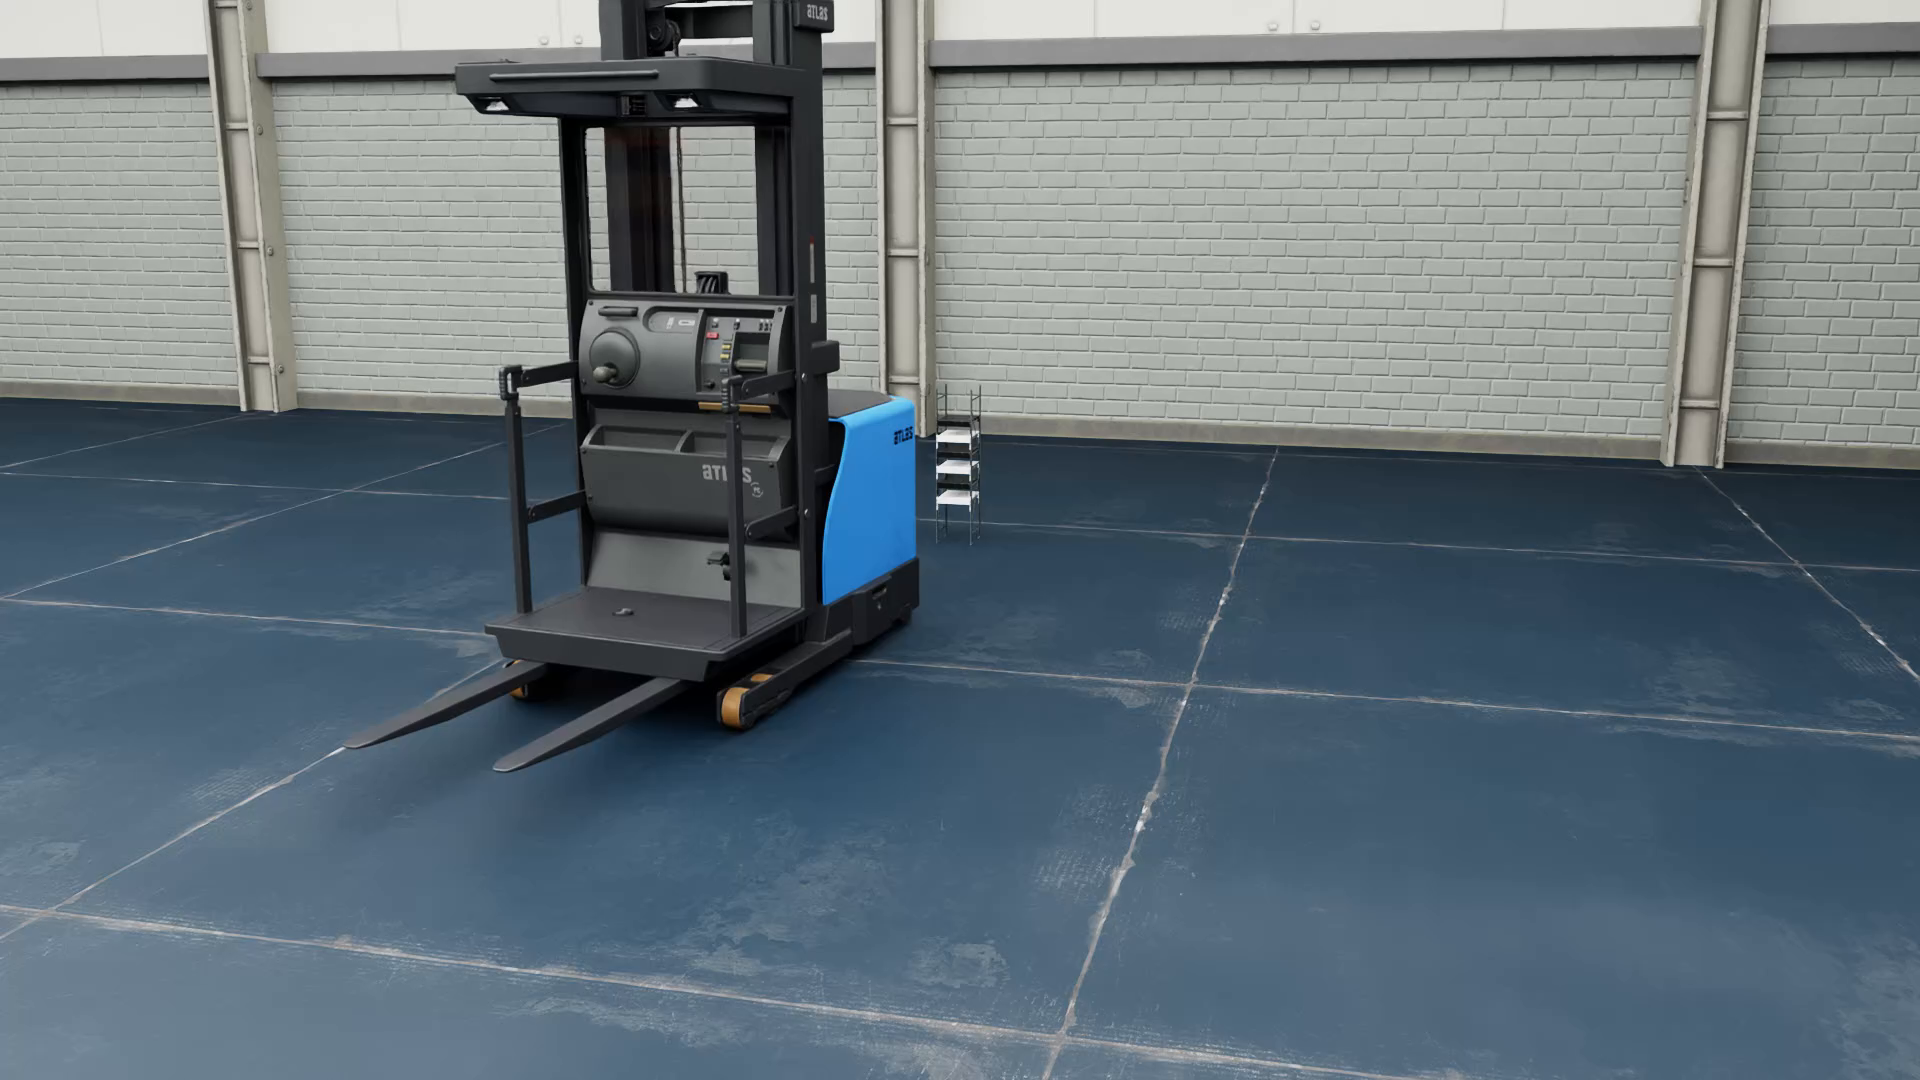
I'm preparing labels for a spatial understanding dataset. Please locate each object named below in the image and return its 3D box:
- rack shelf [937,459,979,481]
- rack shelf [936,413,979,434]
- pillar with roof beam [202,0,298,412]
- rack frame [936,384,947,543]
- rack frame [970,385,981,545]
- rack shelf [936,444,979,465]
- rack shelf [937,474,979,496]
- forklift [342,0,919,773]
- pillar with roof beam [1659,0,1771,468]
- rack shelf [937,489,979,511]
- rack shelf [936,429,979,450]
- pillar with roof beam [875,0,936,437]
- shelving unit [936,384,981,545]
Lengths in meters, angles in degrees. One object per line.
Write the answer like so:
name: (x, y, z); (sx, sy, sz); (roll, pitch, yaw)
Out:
rack shelf: (-0.008, -0.407, 9.645); (0.200, 0.077, 0.258); (3, 13, 14)
rack shelf: (-0.008, -0.671, 9.587); (0.200, 0.077, 0.258); (3, 13, 14)
pillar with roof beam: (-7.286, -4.674, 10.026); (0.400, 9.000, 9.100); (3, 13, 14)
rack frame: (-0.107, -0.445, 9.662); (0.006, 0.900, 0.240); (3, 13, 14)
rack frame: (0.091, -0.434, 9.614); (0.006, 0.900, 0.240); (3, 13, 14)
rack shelf: (-0.008, -0.495, 9.626); (0.200, 0.077, 0.258); (3, 13, 14)
rack shelf: (-0.008, -0.319, 9.665); (0.200, 0.077, 0.258); (3, 13, 14)
forklift: (-1.210, -0.800, 6.571); (1.130, 2.935, 3.031); (5, 13, 21)
pillar with roof beam: (4.364, -4.052, 7.219); (0.400, 9.000, 9.100); (3, 13, 14)
rack shelf: (-0.008, -0.231, 9.684); (0.200, 0.077, 0.258); (3, 13, 14)
rack shelf: (-0.008, -0.583, 9.606); (0.200, 0.077, 0.258); (3, 13, 14)
pillar with roof beam: (-1.461, -4.363, 8.622); (0.400, 9.000, 9.100); (3, 13, 14)
shelving unit: (-0.008, -0.440, 9.638); (0.210, 0.900, 0.258); (3, 13, 14)
